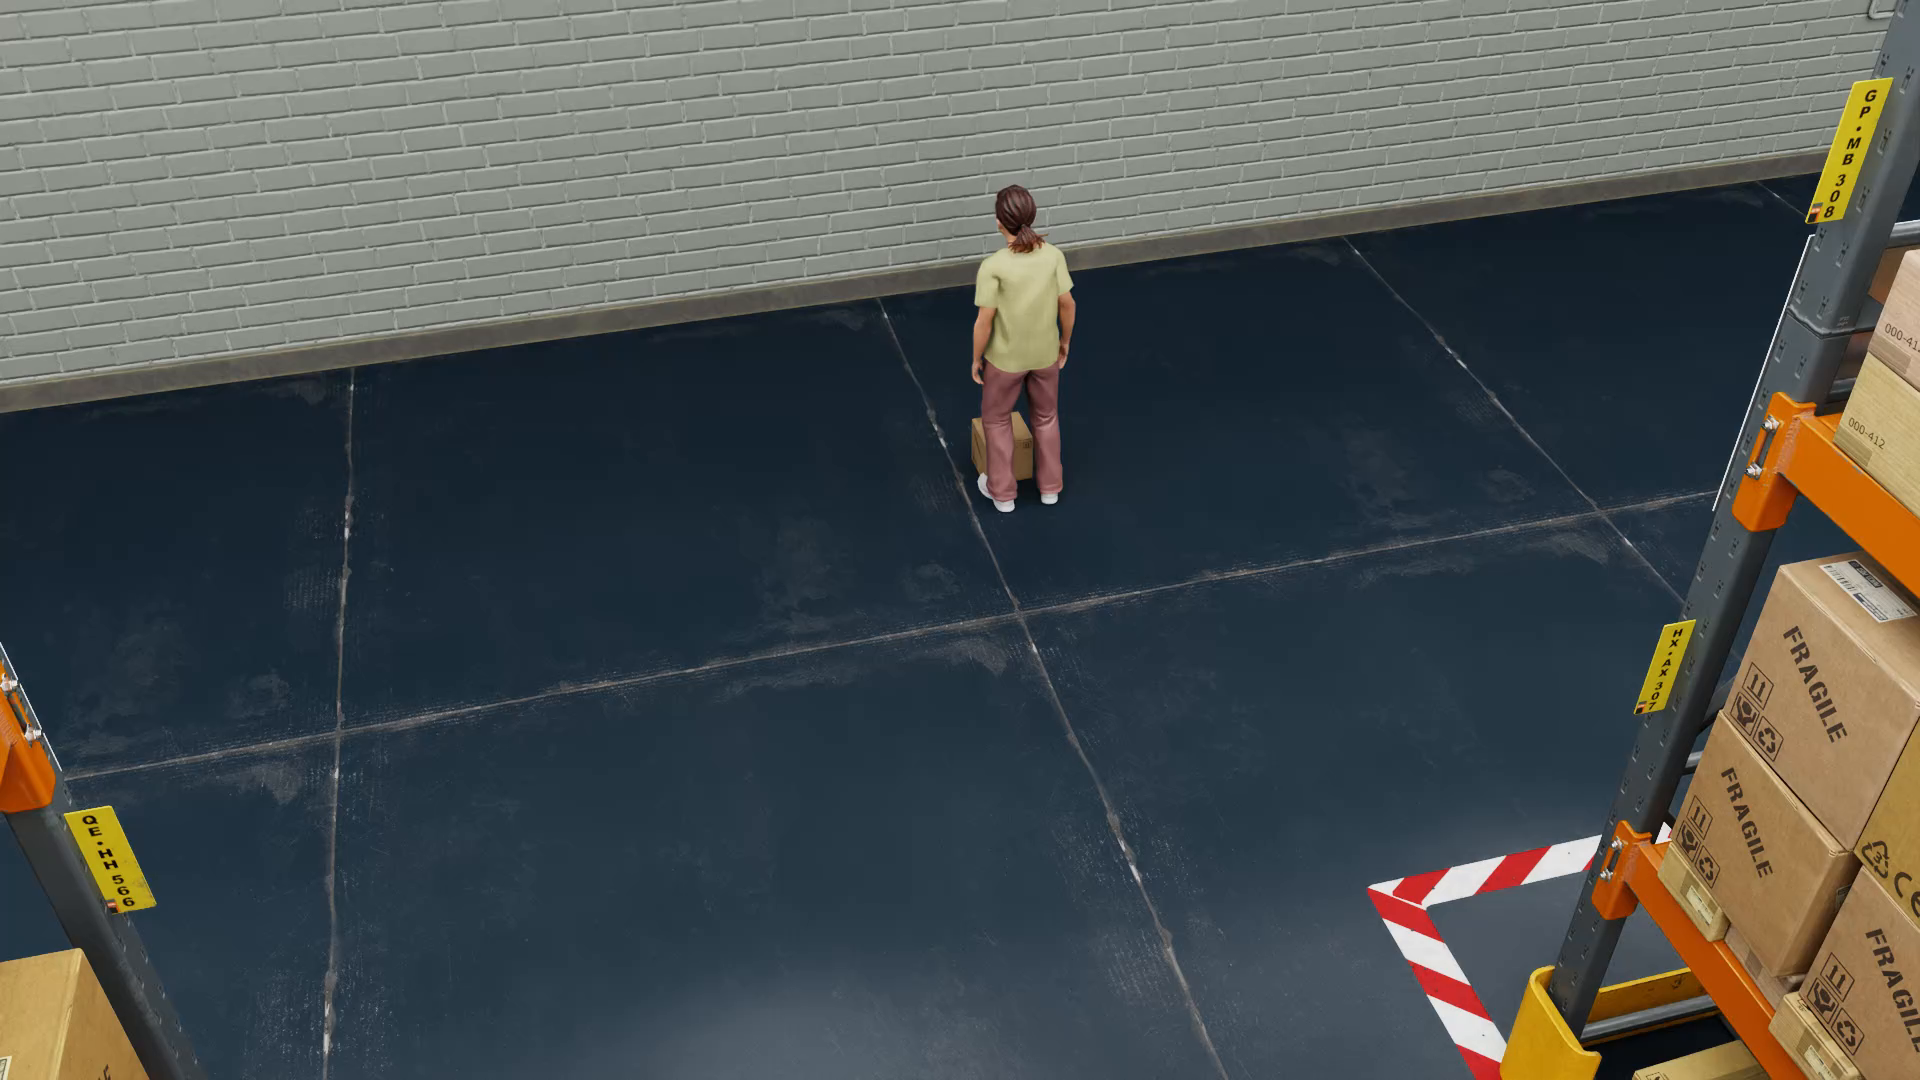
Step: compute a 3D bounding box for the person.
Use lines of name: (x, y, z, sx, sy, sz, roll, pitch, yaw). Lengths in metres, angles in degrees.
person: (0.283, -0.875, 7.823, 0.512, 1.671, 0.367, -12, 40, -14)
